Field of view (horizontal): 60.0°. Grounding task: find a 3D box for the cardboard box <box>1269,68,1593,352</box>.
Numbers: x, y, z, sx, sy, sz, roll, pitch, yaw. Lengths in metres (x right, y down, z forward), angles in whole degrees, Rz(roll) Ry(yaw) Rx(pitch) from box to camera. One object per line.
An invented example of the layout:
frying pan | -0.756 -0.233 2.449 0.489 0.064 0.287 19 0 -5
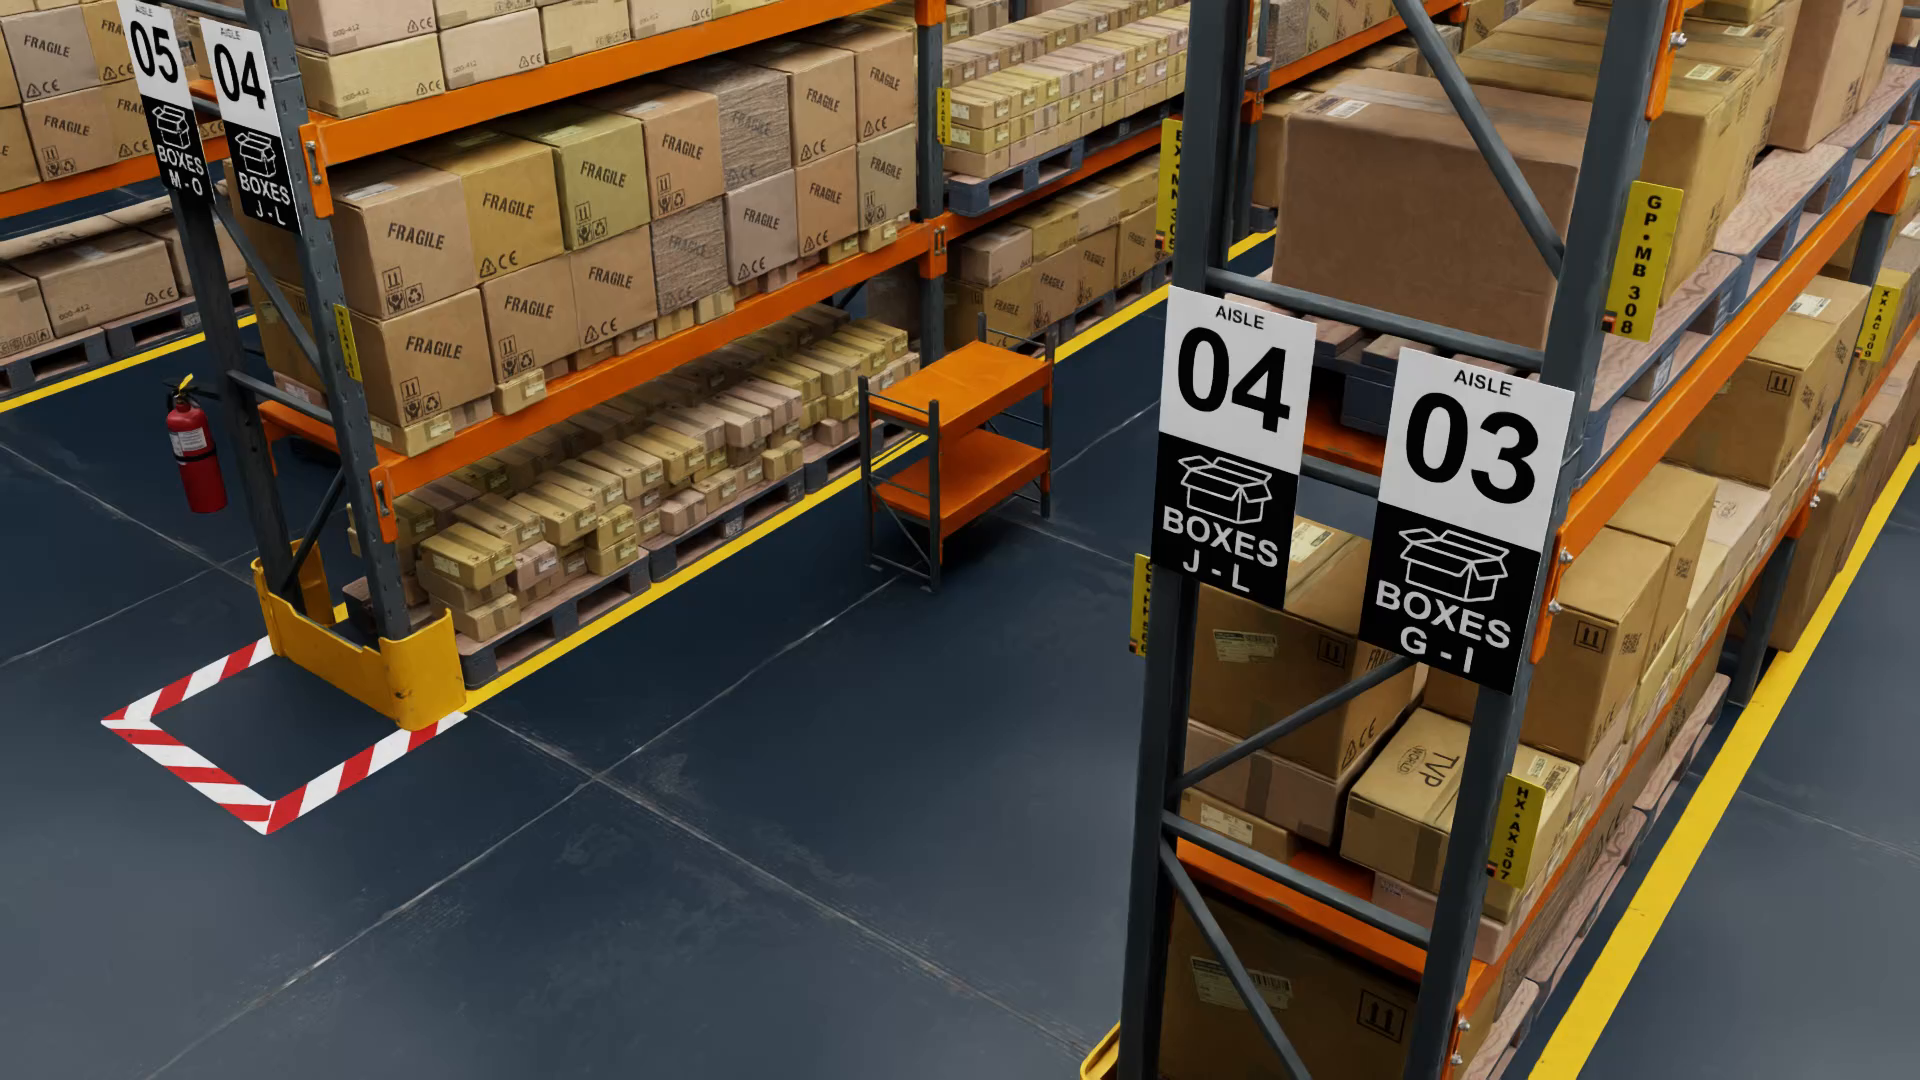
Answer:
cardboard box | 1.217 -0.821 4.144 0.700 0.500 0.500 19 35 28

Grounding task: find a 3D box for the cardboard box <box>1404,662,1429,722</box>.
cardboard box | 1.334 0.416 5.462 0.500 0.250 0.500 20 36 30

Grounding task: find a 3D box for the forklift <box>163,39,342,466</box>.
forklift | -3.504 -1.947 9.661 3.031 2.935 1.130 11 32 18

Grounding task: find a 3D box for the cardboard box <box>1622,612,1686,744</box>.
cardboard box | 2.066 0.372 5.536 0.500 0.250 0.500 20 36 30

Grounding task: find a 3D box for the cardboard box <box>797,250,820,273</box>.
cardboard box | -1.006 -1.621 9.290 0.380 0.149 0.250 20 36 30

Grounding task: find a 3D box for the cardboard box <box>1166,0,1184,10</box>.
cardboard box | 1.446 -4.054 12.400 0.380 0.149 0.250 21 37 31

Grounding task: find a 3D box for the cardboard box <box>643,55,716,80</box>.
cardboard box | -1.629 -2.312 8.838 0.500 0.500 0.500 22 37 32

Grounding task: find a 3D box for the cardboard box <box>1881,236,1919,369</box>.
cardboard box | 4.443 -1.223 8.274 0.500 0.500 0.500 20 36 30

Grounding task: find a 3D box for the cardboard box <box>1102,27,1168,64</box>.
cardboard box | 1.169 -3.319 11.159 0.380 0.149 0.250 23 38 34

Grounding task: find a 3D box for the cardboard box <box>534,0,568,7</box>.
cardboard box | -1.846 -2.557 7.338 0.500 0.250 0.500 22 37 32

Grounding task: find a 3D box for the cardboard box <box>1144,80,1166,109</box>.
cardboard box | 1.172 -3.066 11.317 0.380 0.149 0.250 22 37 33

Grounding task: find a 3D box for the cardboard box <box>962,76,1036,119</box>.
cardboard box | 0.235 -2.692 10.101 0.380 0.149 0.250 22 37 33

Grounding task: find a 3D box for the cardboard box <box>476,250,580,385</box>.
cardboard box | -2.153 -1.098 7.770 0.500 0.500 0.500 21 37 31

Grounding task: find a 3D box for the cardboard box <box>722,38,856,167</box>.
cardboard box | -0.909 -2.345 8.894 0.500 0.500 0.500 20 36 30

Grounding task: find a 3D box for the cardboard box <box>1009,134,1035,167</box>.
cardboard box | 0.235 -2.435 10.252 0.380 0.149 0.250 22 37 32

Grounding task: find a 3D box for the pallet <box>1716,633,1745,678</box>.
pallet | 3.766 0.201 8.705 1.003 0.211 1.213 21 37 31

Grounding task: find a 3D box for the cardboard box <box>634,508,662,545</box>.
cardboard box | -1.819 -0.110 8.878 0.380 0.149 0.250 21 37 31

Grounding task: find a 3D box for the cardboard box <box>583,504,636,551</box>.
cardboard box | -1.897 -0.112 8.589 0.380 0.149 0.250 22 37 33

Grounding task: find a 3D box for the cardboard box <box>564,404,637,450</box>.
cardboard box | -2.005 -0.621 9.157 0.380 0.149 0.250 20 36 30

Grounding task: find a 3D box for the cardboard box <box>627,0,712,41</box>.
cardboard box | -1.530 -2.566 7.843 0.500 0.250 0.500 21 37 31

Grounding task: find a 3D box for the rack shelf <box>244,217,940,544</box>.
rack shelf | -1.740 -1.107 8.882 1.077 0.370 4.000 21 37 31

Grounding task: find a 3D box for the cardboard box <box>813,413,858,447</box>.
cardboard box | -0.829 -0.713 9.895 0.380 0.149 0.250 20 36 30

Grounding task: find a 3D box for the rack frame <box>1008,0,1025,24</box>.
rack frame | 0.289 -6.964 18.058 1.000 3.000 0.127 21 37 31

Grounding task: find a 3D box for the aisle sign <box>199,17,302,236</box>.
aisle sign | -2.752 -1.600 6.458 0.394 0.787 0.004 21 37 31

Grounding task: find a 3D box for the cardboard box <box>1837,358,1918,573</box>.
cardboard box | 4.270 -0.559 8.923 1.225 0.875 0.875 20 36 30

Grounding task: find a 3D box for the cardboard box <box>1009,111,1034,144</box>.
cardboard box | 0.227 -2.555 10.162 0.380 0.149 0.250 20 36 30

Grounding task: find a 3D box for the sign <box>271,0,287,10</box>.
sign | -2.514 -2.103 6.058 0.100 0.325 0.005 21 37 31

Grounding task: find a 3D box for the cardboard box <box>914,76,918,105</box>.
cardboard box | -0.446 -2.782 10.252 0.380 0.149 0.250 23 38 33

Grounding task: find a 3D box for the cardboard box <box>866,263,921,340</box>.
cardboard box | -0.287 -1.713 11.239 0.500 0.500 0.500 20 36 30

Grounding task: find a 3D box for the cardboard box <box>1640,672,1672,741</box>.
cardboard box | 2.198 0.506 5.701 0.380 0.149 0.250 21 36 31

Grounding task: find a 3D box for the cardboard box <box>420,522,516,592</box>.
cardboard box | -2.360 0.078 7.978 0.380 0.149 0.250 19 36 29

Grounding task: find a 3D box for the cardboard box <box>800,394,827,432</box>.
cardboard box | -1.000 -0.786 9.727 0.380 0.149 0.250 21 37 32

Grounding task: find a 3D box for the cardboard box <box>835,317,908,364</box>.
cardboard box | -0.540 -1.215 10.159 0.380 0.149 0.250 22 37 33

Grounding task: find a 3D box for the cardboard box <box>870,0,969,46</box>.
cardboard box | -0.457 -5.507 17.765 0.950 0.372 0.625 24 38 34

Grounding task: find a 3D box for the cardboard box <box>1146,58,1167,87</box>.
cardboard box | 1.170 -3.190 11.234 0.380 0.149 0.250 22 37 32

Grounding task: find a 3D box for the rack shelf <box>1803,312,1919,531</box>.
rack shelf | 4.568 -1.166 8.980 1.077 0.370 4.000 21 37 31

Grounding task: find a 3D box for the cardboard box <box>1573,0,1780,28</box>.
cardboard box | 2.174 -1.734 4.948 0.500 0.250 0.500 20 36 30

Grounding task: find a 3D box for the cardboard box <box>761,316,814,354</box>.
cardboard box | -1.119 -1.270 10.252 0.380 0.149 0.250 23 38 34

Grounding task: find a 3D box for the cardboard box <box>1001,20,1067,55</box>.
cardboard box | 0.503 -3.421 11.331 0.380 0.149 0.250 21 36 31

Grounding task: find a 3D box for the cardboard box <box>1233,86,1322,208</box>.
cardboard box | 2.321 -3.288 13.651 1.050 0.750 0.750 21 36 31

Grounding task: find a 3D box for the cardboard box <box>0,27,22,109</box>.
cardboard box | -6.131 -2.879 10.087 0.500 0.500 0.500 20 36 30

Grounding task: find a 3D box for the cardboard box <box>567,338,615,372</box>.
cardboard box | -1.934 -0.986 8.218 0.380 0.149 0.250 21 36 31

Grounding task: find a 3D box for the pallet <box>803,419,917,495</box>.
pallet | -0.910 -0.746 10.302 1.003 0.211 1.213 21 37 31

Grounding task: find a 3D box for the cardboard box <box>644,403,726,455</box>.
cardboard box | -1.506 -0.595 9.113 0.380 0.149 0.250 21 37 31

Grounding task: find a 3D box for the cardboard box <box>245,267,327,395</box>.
cardboard box | -2.881 -1.037 7.667 0.500 0.500 0.500 22 37 32

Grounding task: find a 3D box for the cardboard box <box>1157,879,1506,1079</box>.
cardboard box | 1.269 1.412 5.597 0.875 0.875 0.875 21 37 31

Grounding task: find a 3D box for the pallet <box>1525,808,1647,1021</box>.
pallet | 2.103 1.320 6.815 1.003 0.211 1.213 21 37 31

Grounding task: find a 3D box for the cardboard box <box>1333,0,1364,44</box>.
cardboard box | 2.978 -4.410 13.652 0.500 0.500 0.500 21 37 31

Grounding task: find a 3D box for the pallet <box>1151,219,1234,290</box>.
pallet | 1.409 -2.339 12.989 1.003 0.211 1.213 21 37 31

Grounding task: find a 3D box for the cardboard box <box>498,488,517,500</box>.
cardboard box | -2.544 -0.200 8.738 0.380 0.149 0.250 19 36 29

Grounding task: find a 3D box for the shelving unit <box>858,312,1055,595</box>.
shelving unit | -0.004 -0.481 8.959 0.538 1.125 1.048 21 37 31

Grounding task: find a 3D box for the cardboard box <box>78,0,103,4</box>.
cardboard box | -5.550 -3.515 10.524 0.380 0.149 0.250 20 36 30

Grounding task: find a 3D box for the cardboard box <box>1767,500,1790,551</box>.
cardboard box | 3.128 -0.120 6.757 0.380 0.149 0.250 20 36 30

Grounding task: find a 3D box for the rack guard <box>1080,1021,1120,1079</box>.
rack guard | 0.932 2.049 5.303 1.175 0.500 0.348 21 37 31
